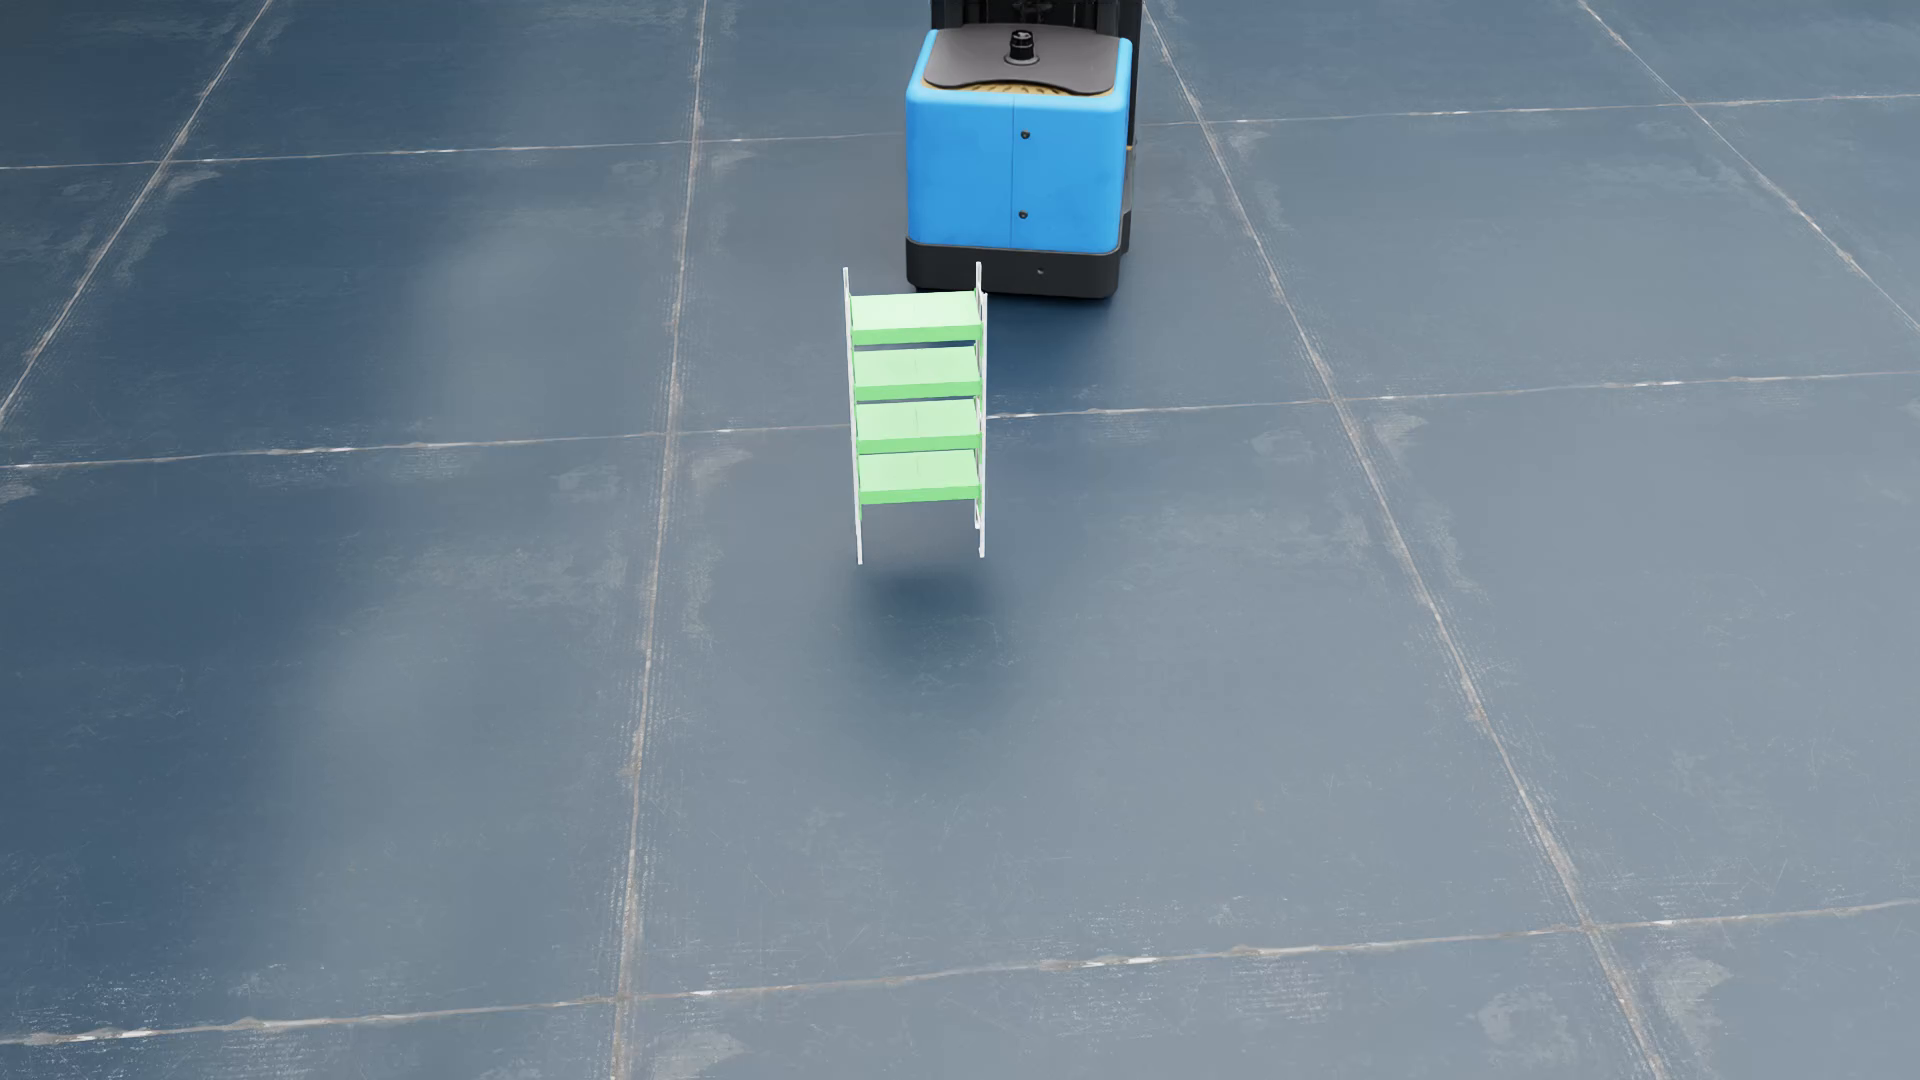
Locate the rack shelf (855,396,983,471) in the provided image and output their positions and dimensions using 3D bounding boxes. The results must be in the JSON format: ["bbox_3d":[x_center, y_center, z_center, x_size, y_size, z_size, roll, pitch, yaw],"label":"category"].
[{"bbox_3d":[-0.165,-0.412,6.406,0.480,0.148,0.258,-3,38,-4],"label":"rack shelf"}]

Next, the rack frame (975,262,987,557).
[{"bbox_3d":[0.078,-0.475,6.384,0.015,1.200,0.240,-3,38,-4],"label":"rack frame"}]

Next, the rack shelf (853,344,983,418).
[{"bbox_3d":[-0.165,-0.600,6.258,0.480,0.148,0.258,-3,38,-4],"label":"rack shelf"}]

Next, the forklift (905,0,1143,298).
[{"bbox_3d":[0.424,-3.239,8.488,1.130,2.935,3.031,4,38,5],"label":"forklift"}]

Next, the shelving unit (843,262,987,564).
[{"bbox_3d":[-0.165,-0.462,6.367,0.503,1.200,0.258,-3,38,-4],"label":"shelving unit"}]

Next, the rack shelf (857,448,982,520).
[{"bbox_3d":[-0.165,-0.223,6.555,0.480,0.148,0.258,-3,38,-4],"label":"rack shelf"}]

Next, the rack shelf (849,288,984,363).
[{"bbox_3d":[-0.165,-0.789,6.109,0.480,0.148,0.258,-3,38,-4],"label":"rack shelf"}]

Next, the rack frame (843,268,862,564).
[{"bbox_3d":[-0.408,-0.449,6.350,0.015,1.200,0.240,-3,38,-4],"label":"rack frame"}]
